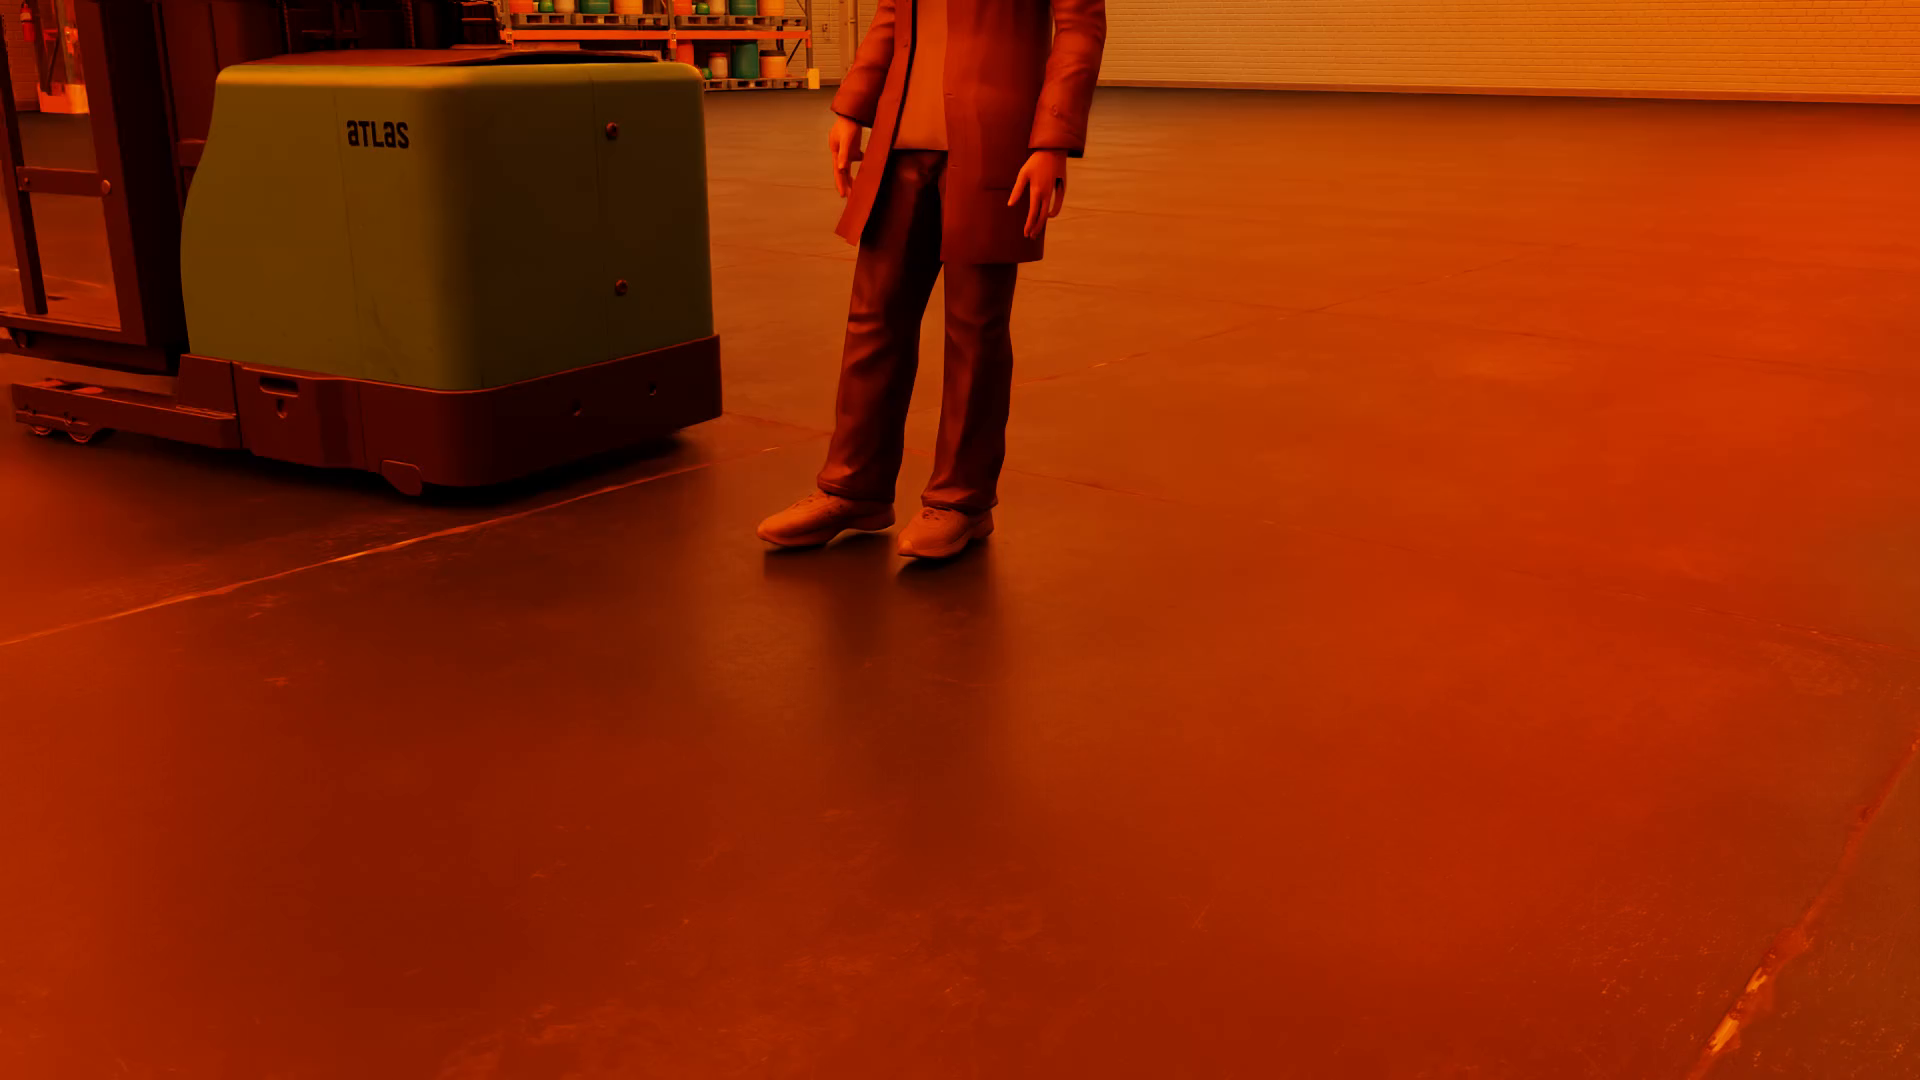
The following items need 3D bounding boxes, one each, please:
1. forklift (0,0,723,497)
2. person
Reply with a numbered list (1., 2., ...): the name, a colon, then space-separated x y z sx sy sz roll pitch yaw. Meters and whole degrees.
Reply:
1. forklift: -2.234 -1.807 4.848 3.031 2.935 1.130 10 19 29
2. person: -0.061 -0.741 3.647 0.696 1.573 0.582 13 21 37
